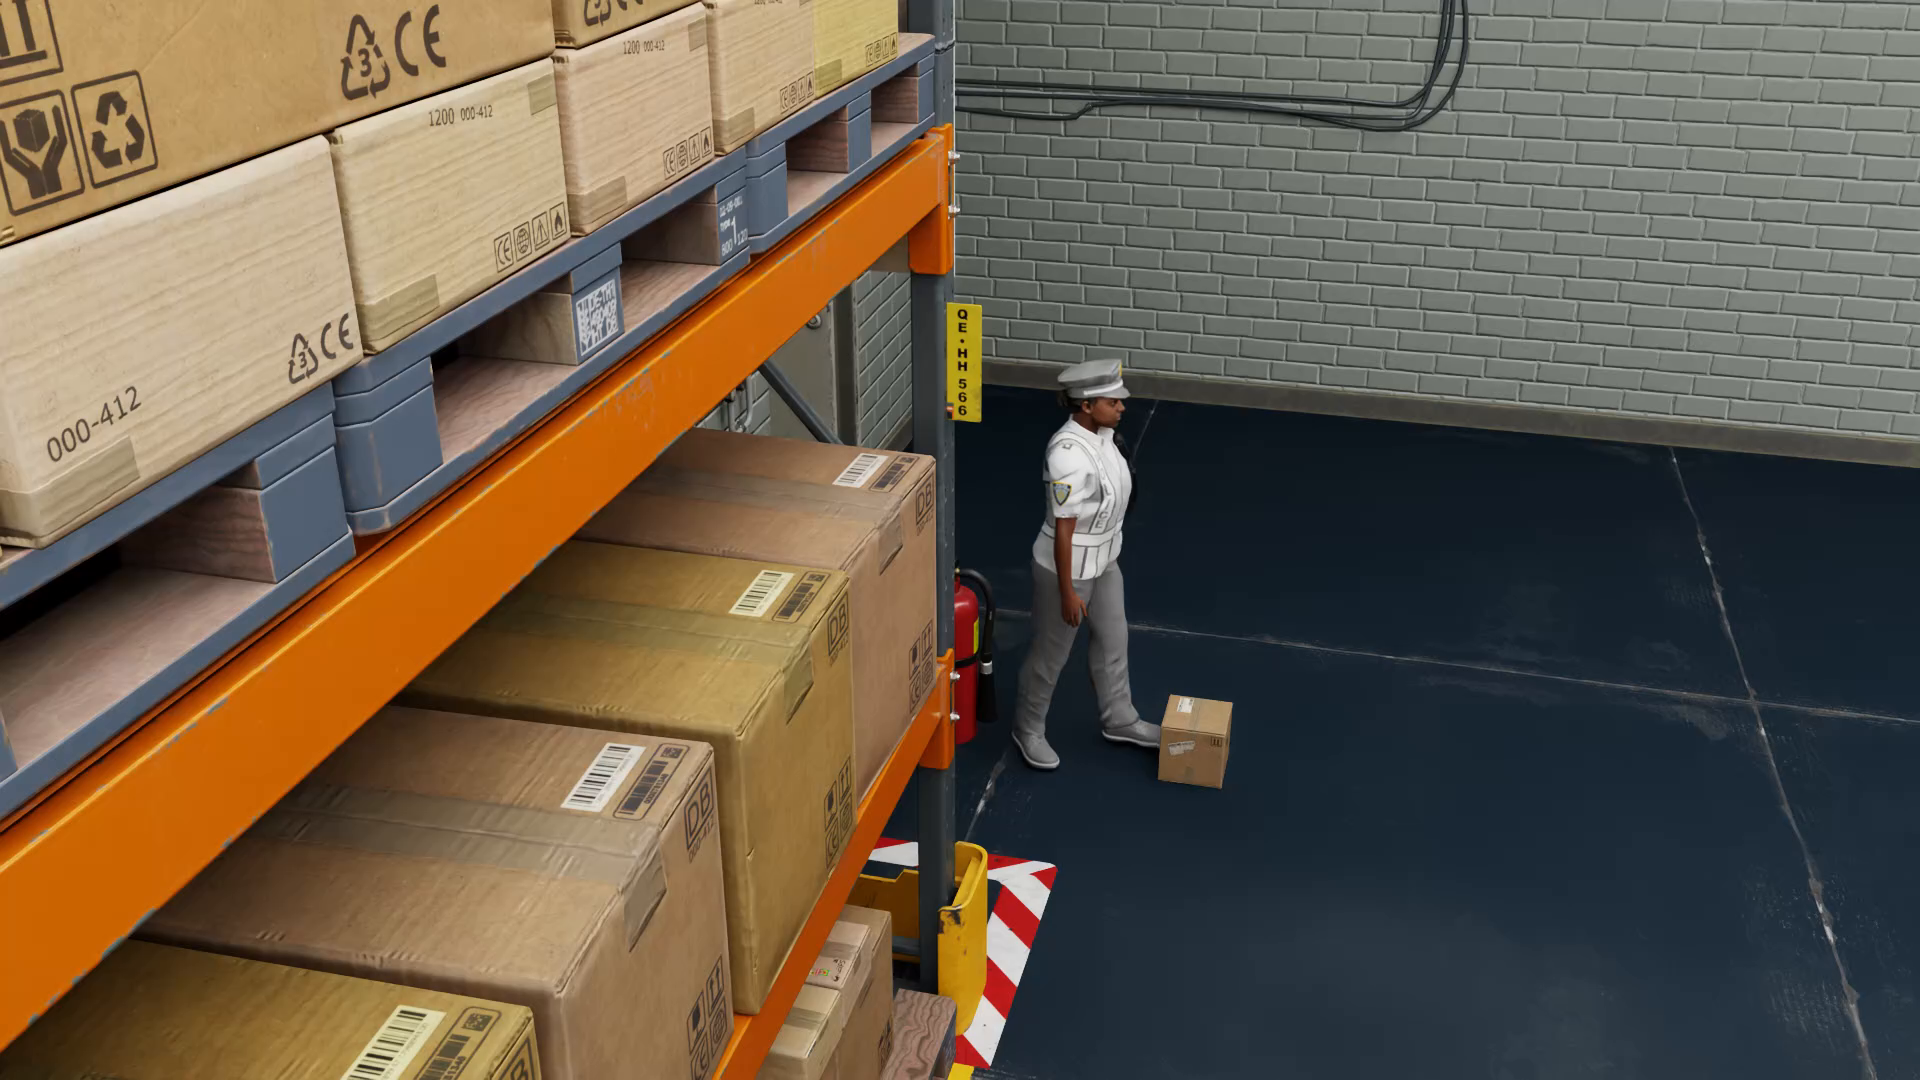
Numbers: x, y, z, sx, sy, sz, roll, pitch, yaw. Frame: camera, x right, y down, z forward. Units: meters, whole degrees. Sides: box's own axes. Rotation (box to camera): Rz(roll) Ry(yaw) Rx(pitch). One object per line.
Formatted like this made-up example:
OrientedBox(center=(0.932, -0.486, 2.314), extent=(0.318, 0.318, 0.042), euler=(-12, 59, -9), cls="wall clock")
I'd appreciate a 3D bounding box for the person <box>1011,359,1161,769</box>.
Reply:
OrientedBox(center=(3.854, 2.680, 0.767), extent=(12.302, 1.826, 8.226), euler=(13, 28, 25), cls="person")
